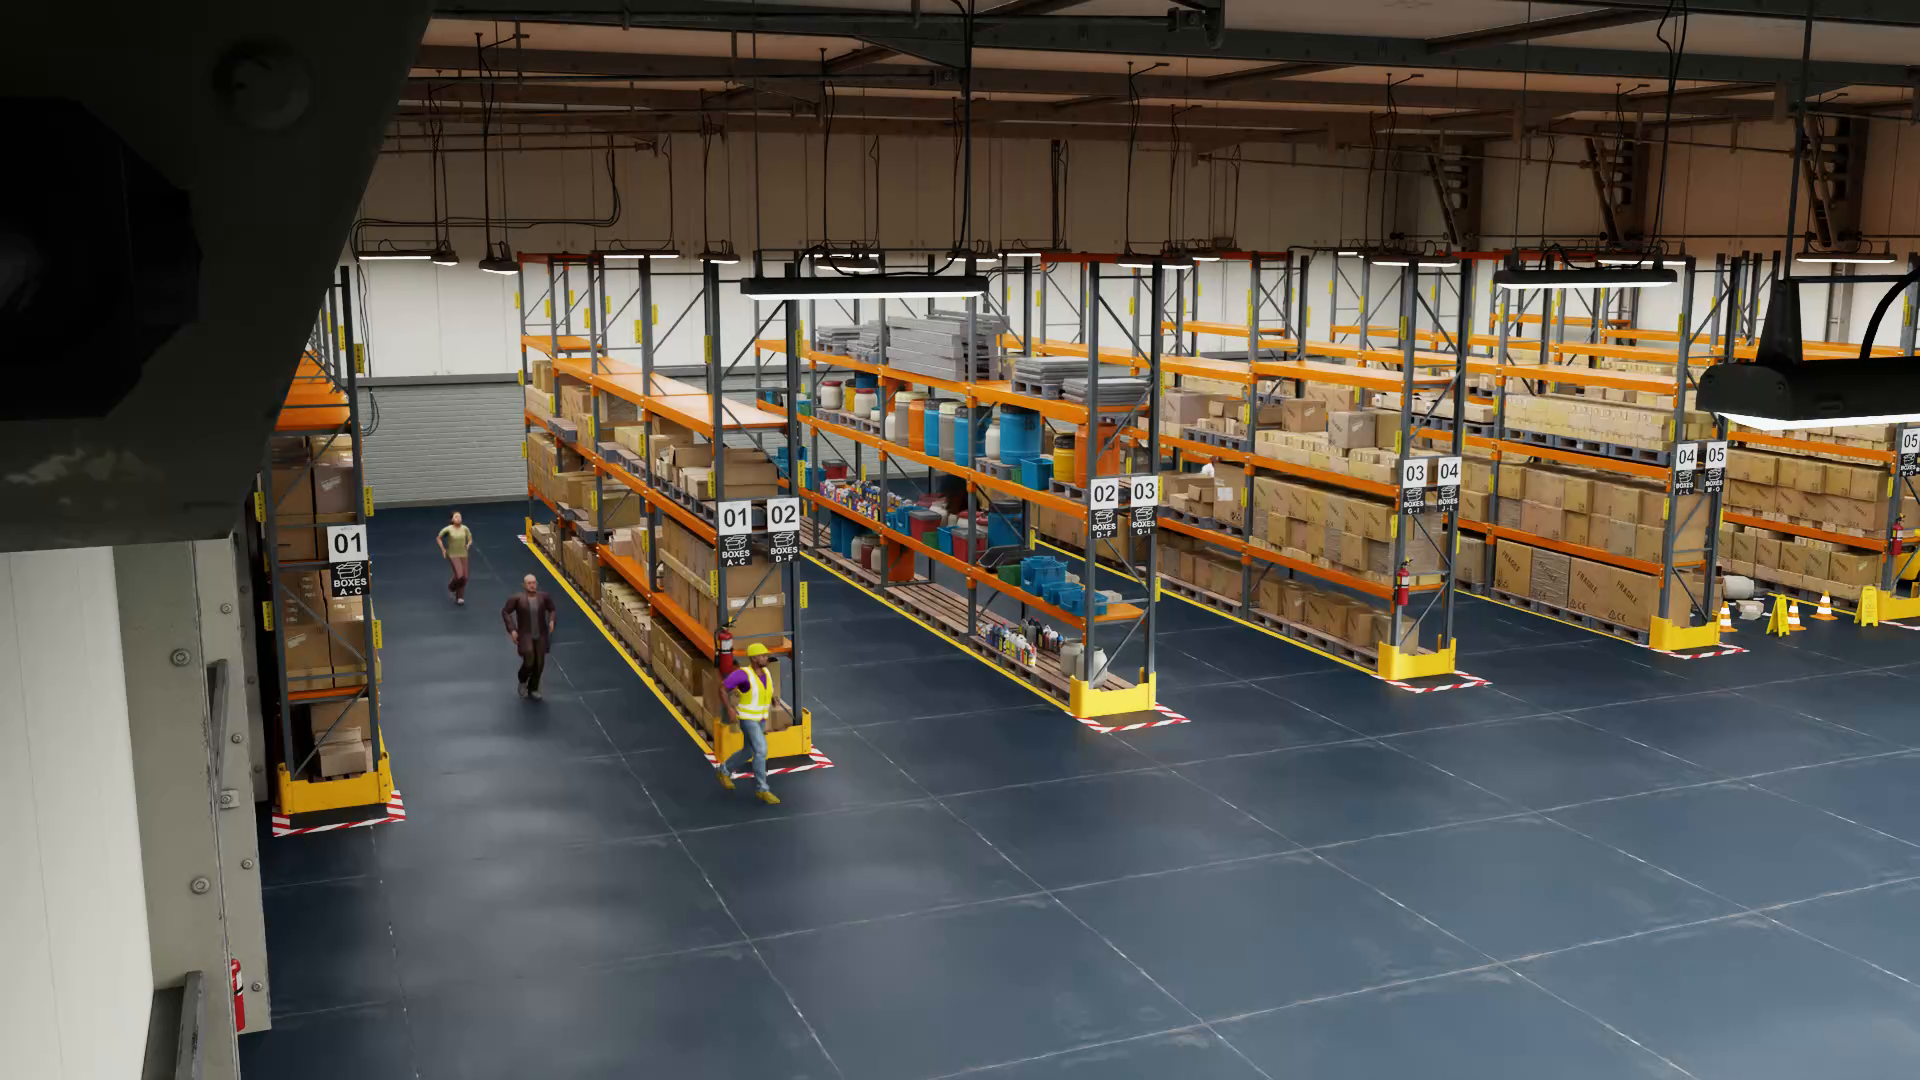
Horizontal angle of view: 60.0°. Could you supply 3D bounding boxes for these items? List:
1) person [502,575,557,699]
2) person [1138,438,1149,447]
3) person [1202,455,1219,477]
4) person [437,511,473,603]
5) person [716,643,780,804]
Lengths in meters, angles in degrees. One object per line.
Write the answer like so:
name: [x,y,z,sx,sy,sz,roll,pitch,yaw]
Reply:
person: [-5.871,1.338,22.888,0.722,1.746,0.628,-6,12,-32]
person: [4.586,-2.022,41.239,0.686,1.750,0.676,-9,14,-40]
person: [5.510,-1.040,35.782,0.707,1.768,0.969,-4,11,-21]
person: [-8.684,0.305,28.812,0.566,1.625,0.550,-9,13,-39]
person: [-2.352,2.043,18.991,0.943,1.739,0.746,5,12,28]
